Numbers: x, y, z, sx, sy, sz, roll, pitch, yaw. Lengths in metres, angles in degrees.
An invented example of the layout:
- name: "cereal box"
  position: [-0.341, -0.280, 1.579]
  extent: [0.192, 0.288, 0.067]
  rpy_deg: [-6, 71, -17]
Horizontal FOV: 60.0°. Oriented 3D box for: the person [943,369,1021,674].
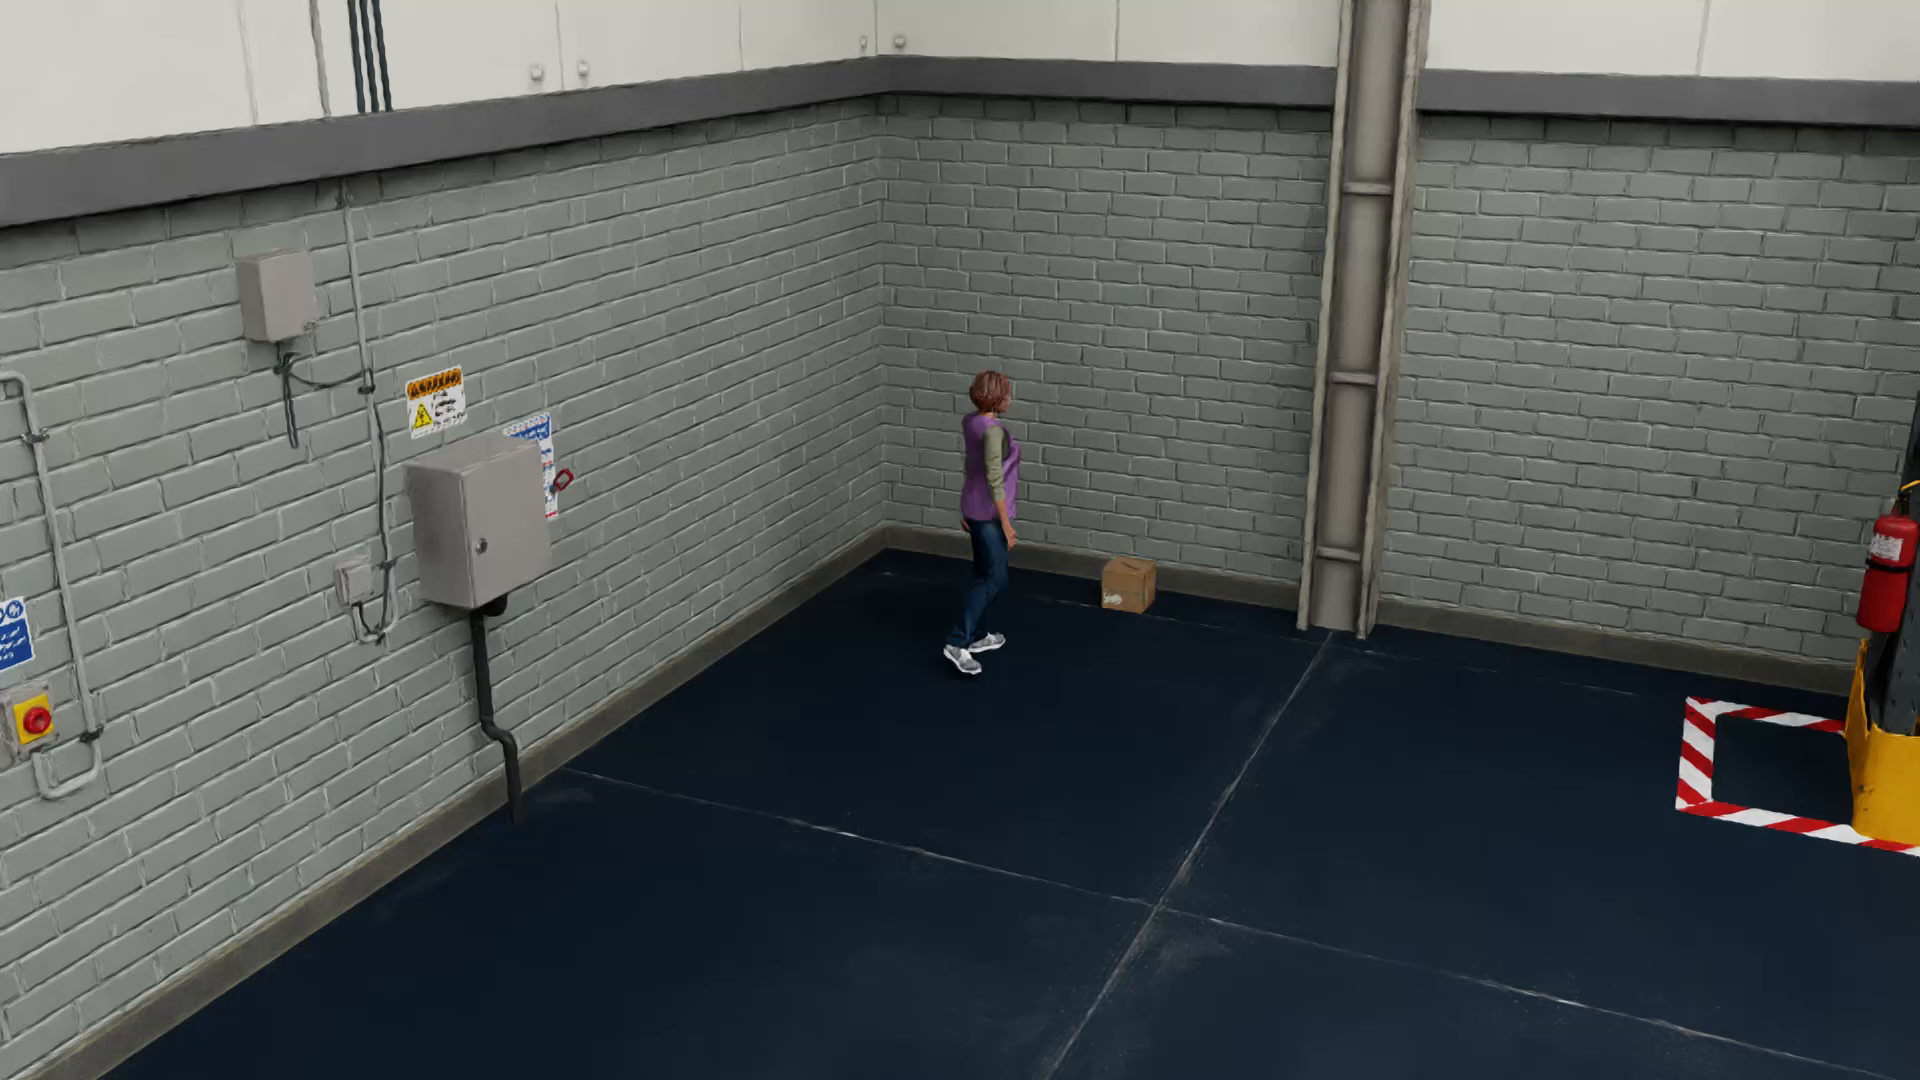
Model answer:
- name: "person"
  position: [0.109, -0.091, 8.843]
  extent: [0.458, 1.591, 0.601]
  rpy_deg: [-4, 20, -12]
